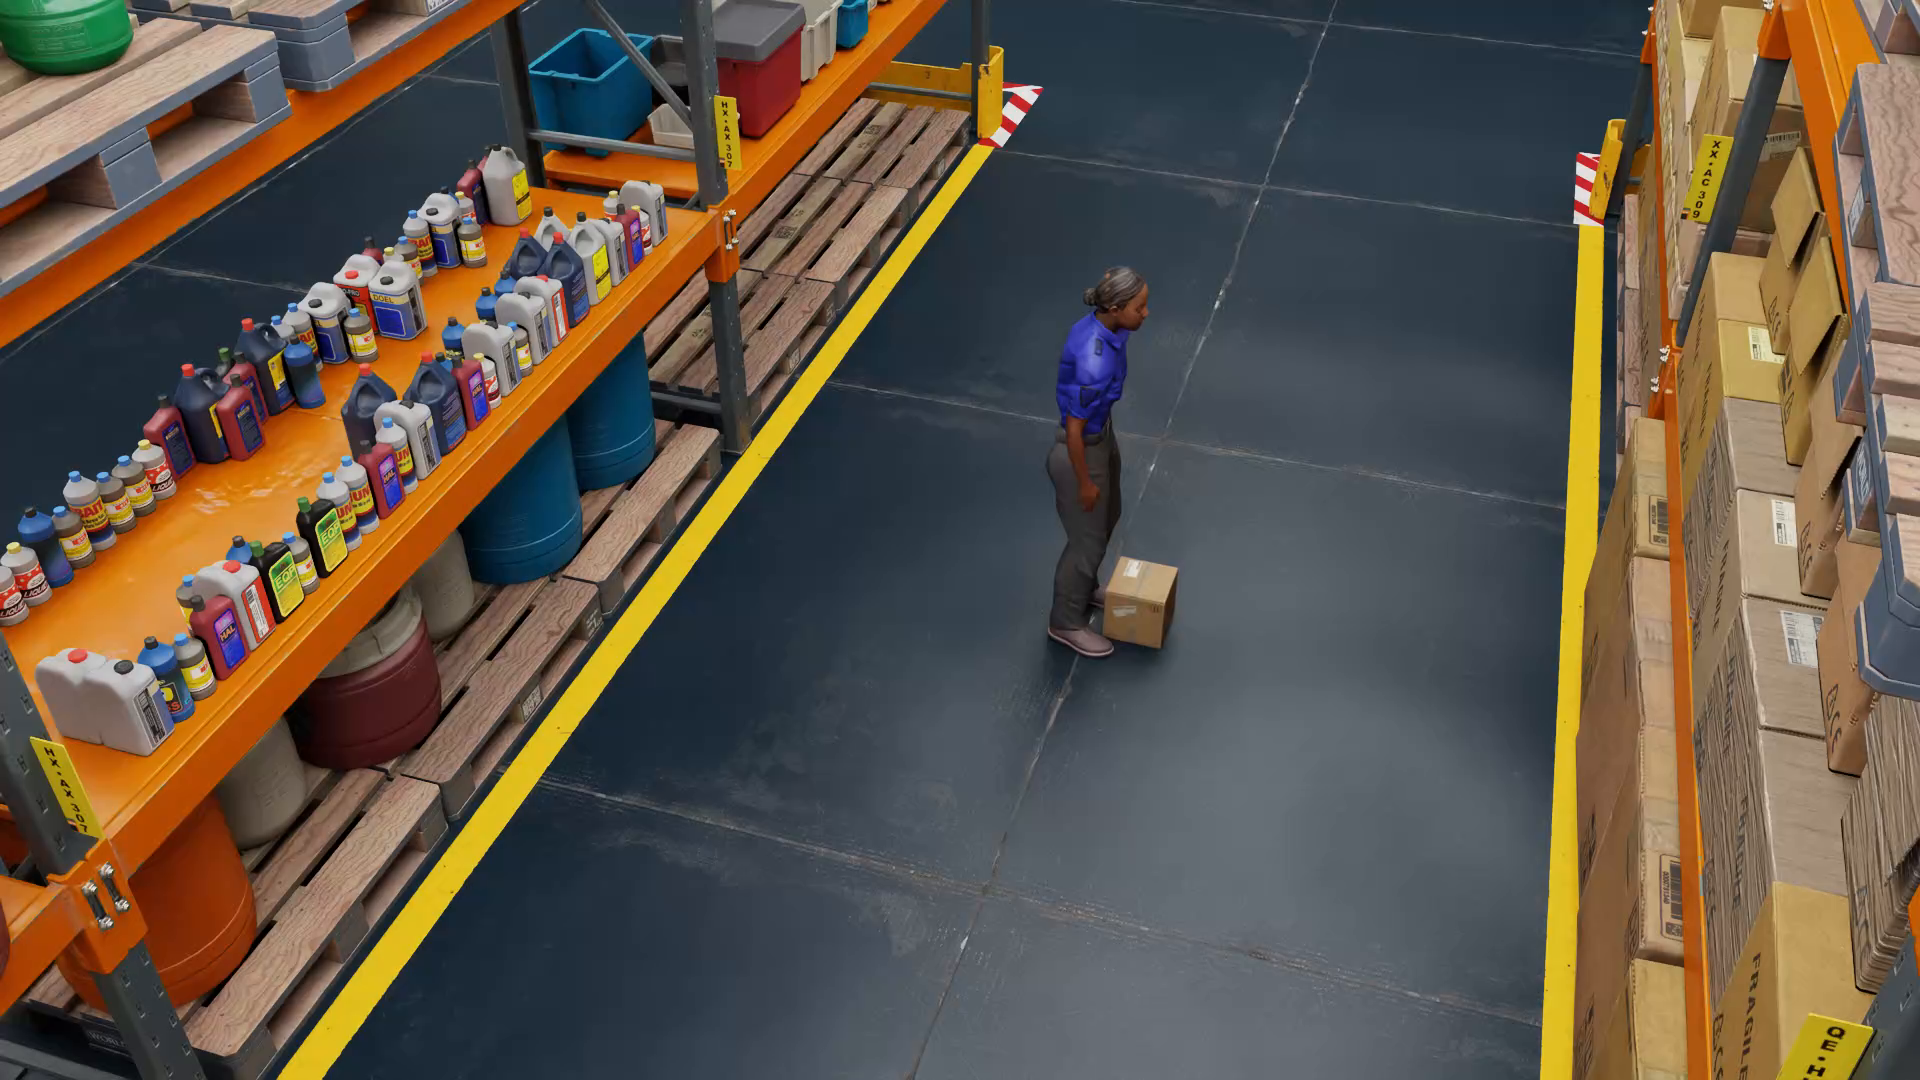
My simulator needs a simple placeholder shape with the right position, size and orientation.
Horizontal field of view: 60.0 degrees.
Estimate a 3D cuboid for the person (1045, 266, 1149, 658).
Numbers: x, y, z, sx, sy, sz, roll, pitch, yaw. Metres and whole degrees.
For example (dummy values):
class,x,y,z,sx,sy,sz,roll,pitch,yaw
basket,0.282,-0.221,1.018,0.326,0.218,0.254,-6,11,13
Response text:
class,x,y,z,sx,sy,sz,roll,pitch,yaw
person,0.527,-0.331,6.590,0.349,1.653,0.518,9,38,12
